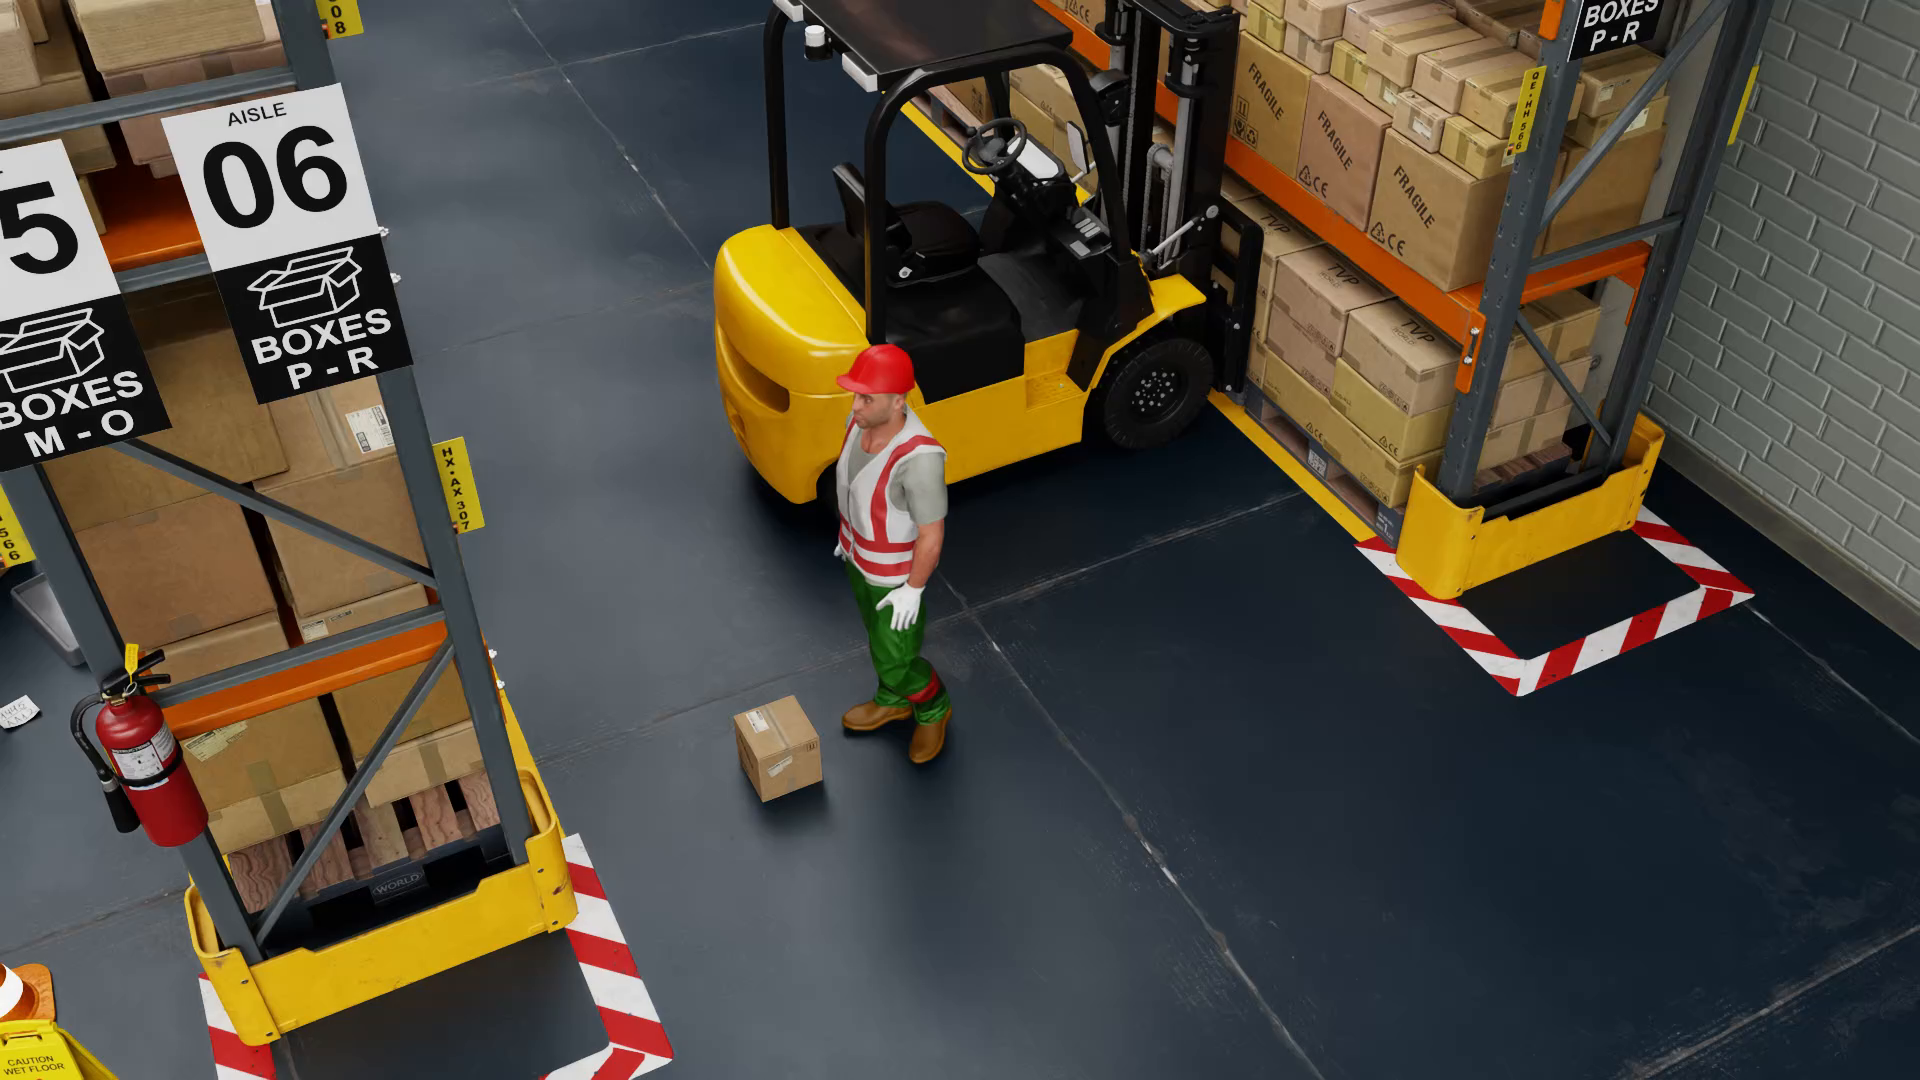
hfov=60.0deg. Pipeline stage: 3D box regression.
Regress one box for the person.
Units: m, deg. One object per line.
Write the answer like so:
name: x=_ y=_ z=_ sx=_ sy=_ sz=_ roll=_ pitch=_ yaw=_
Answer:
person: x=-0.252 y=0.057 z=6.047 sx=0.390 sy=1.790 sz=0.560 roll=-22 pitch=46 yaw=-24
